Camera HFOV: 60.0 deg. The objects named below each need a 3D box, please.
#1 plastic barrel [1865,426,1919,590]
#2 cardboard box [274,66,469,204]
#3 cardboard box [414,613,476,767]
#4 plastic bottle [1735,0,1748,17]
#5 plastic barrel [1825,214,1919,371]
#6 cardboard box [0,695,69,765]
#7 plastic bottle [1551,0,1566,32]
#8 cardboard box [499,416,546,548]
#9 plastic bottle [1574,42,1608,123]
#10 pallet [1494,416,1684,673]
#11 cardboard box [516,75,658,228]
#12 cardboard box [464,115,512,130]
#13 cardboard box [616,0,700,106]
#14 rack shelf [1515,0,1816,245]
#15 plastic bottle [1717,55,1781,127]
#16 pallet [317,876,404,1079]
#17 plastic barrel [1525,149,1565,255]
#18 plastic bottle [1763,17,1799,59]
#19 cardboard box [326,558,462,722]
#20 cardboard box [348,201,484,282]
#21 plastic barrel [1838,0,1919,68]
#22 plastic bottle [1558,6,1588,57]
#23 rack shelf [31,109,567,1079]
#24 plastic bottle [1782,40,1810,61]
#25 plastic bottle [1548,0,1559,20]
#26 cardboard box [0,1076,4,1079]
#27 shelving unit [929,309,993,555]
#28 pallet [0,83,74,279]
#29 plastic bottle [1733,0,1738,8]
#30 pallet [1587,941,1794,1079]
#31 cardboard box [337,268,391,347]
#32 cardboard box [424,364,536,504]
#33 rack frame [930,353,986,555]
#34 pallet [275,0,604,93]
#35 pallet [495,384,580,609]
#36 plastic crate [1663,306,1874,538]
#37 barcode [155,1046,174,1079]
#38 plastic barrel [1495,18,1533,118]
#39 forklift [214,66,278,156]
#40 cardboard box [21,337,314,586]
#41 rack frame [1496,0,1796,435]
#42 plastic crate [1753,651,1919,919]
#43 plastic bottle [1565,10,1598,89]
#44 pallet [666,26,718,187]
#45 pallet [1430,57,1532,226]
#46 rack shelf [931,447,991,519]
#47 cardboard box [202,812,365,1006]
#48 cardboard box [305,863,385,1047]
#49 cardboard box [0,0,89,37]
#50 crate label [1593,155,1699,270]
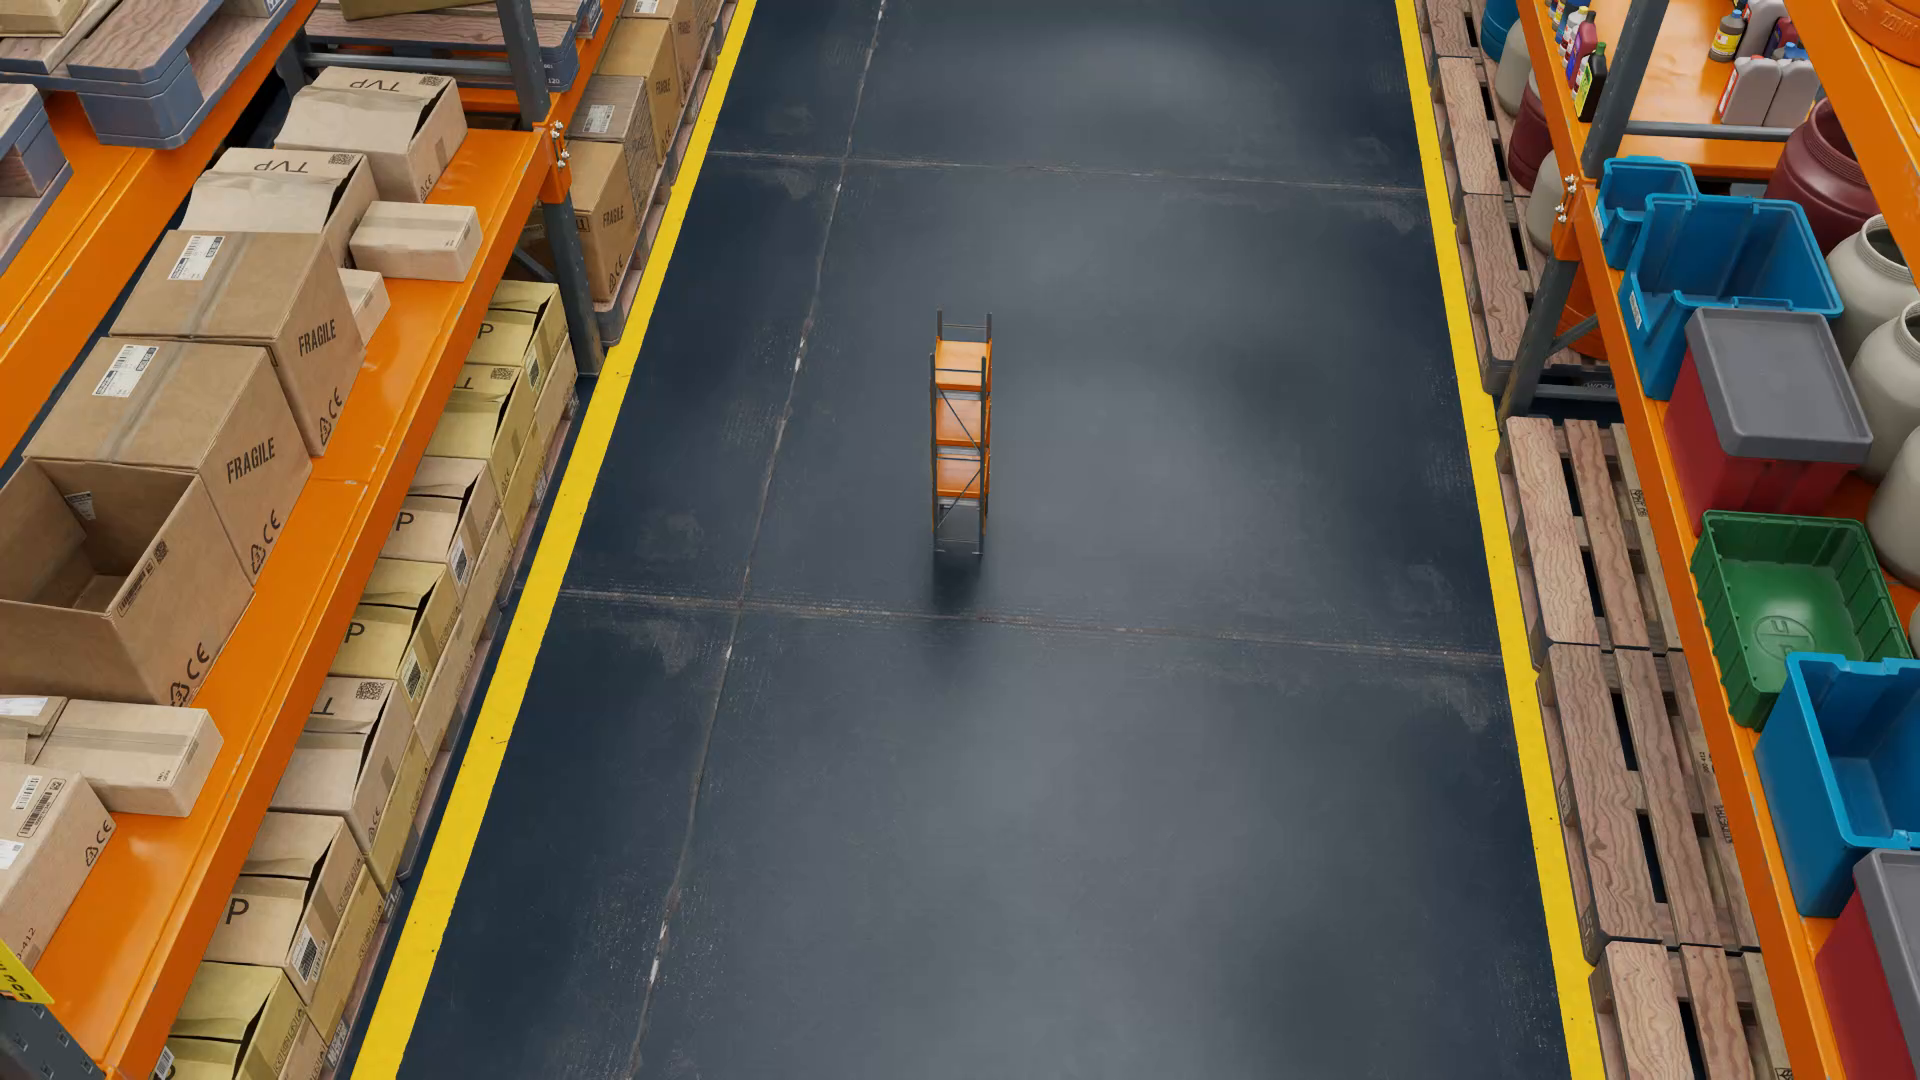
[{"bbox_3d":[2.877,-0.132,4.746,0.433,0.535,0.433,0,48,0],"label":"plastic barrel"},{"bbox_3d":[-2.179,-1.521,6.169,0.500,0.311,0.500,7,48,6],"label":"cardboard box"},{"bbox_3d":[-2.044,0.500,5.839,0.500,0.250,0.500,5,48,4],"label":"cardboard box"},{"bbox_3d":[3.211,-2.160,6.780,0.097,0.271,0.097,0,48,0],"label":"plastic bottle"},{"bbox_3d":[2.949,-0.747,5.325,0.421,0.512,0.421,0,48,0],"label":"plastic barrel"},{"bbox_3d":[-2.570,0.511,4.341,0.396,0.266,0.258,3,48,3],"label":"cardboard box"},{"bbox_3d":[2.518,-2.206,6.870,0.097,0.201,0.097,0,48,0],"label":"plastic bottle"},{"bbox_3d":[-1.951,-0.247,6.522,0.500,0.250,0.500,3,48,3],"label":"cardboard box"},{"bbox_3d":[2.442,-1.766,6.412,0.061,0.283,0.133,4,48,4],"label":"plastic bottle"},{"bbox_3d":[2.721,0.028,6.581,1.003,0.211,1.213,4,48,4],"label":"pallet"},{"bbox_3d":[-1.734,-1.821,7.778,0.500,0.500,0.500,2,48,2],"label":"cardboard box"},{"bbox_3d":[-2.250,-2.118,7.542,0.500,0.250,0.500,6,48,5],"label":"cardboard box"},{"bbox_3d":[-1.641,-2.573,8.466,0.500,0.500,0.500,2,48,2],"label":"cardboard box"},{"bbox_3d":[3.012,-2.707,7.680,1.077,0.370,4.000,4,48,4],"label":"rack shelf"},{"bbox_3d":[3.040,-1.744,6.397,0.152,0.276,0.135,4,48,4],"label":"plastic bottle"},{"bbox_3d":[-2.439,1.521,5.216,1.003,0.211,1.213,4,48,4],"label":"pallet"},{"bbox_3d":[2.820,-1.563,7.549,0.421,0.512,0.421,0,48,0],"label":"plastic barrel"},{"bbox_3d":[3.267,-1.975,6.603,0.061,0.283,0.133,4,48,4],"label":"plastic bottle"},{"bbox_3d":[-2.042,0.304,5.638,0.500,0.311,0.500,5,48,5],"label":"cardboard box"},{"bbox_3d":[-1.909,-1.051,5.849,0.380,0.149,0.250,4,48,4],"label":"cardboard box"},{"bbox_3d":[2.479,-1.568,3.827,0.600,0.830,0.708,4,48,4],"label":"plastic barrel"},{"bbox_3d":[2.501,-2.063,6.739,0.097,0.201,0.097,0,48,0],"label":"plastic bottle"},{"bbox_3d":[-2.285,-0.103,5.299,1.077,0.370,4.000,4,48,4],"label":"rack shelf"},{"bbox_3d":[3.229,-1.816,6.465,0.097,0.271,0.097,0,48,0],"label":"plastic bottle"},{"bbox_3d":[2.527,-2.302,6.909,0.097,0.271,0.097,0,48,0],"label":"plastic bottle"},{"bbox_3d":[-2.716,1.404,4.632,0.500,0.311,0.500,4,48,4],"label":"cardboard box"},{"bbox_3d":[0.005,-0.394,6.399,0.215,1.050,0.252,4,48,4],"label":"shelving unit"},{"bbox_3d":[-2.399,-0.473,3.247,0.805,0.209,1.217,2,48,2],"label":"pallet"},{"bbox_3d":[3.312,-2.342,6.938,0.061,0.283,0.133,4,48,4],"label":"plastic bottle"},{"bbox_3d":[2.498,1.821,4.941,1.003,0.211,1.213,4,48,4],"label":"pallet"},{"bbox_3d":[-2.163,-0.790,5.610,0.380,0.149,0.250,7,48,6],"label":"cardboard box"},{"bbox_3d":[-1.946,-0.435,6.314,0.500,0.311,0.500,3,48,3],"label":"cardboard box"},{"bbox_3d":[-0.006,-0.304,6.317,0.200,1.050,0.008,4,48,4],"label":"rack frame"},{"bbox_3d":[-2.111,-2.254,6.909,1.213,0.211,1.003,4,48,4],"label":"pallet"},{"bbox_3d":[-2.216,-0.272,6.856,1.003,0.211,1.213,4,48,4],"label":"pallet"},{"bbox_3d":[2.378,-0.334,4.980,0.402,0.464,0.583,4,48,4],"label":"plastic crate"},{"bbox_3d":[-2.029,1.335,4.241,0.001,0.075,0.075,4,48,4],"label":"barcode"},{"bbox_3d":[2.923,-2.393,8.308,0.421,0.512,0.421,0,48,0],"label":"plastic barrel"},{"bbox_3d":[-4.244,-3.214,7.704,1.130,2.935,3.031,3,48,3],"label":"forklift"},{"bbox_3d":[-2.287,-0.228,4.858,0.500,0.500,0.500,4,48,4],"label":"cardboard box"},{"bbox_3d":[2.830,-1.480,6.071,1.000,3.000,0.127,4,48,4],"label":"rack frame"},{"bbox_3d":[2.256,0.633,4.149,0.392,0.384,0.575,4,48,4],"label":"plastic crate"},{"bbox_3d":[2.463,-1.936,6.567,0.061,0.283,0.133,4,48,4],"label":"plastic bottle"},{"bbox_3d":[-1.883,-2.315,8.724,1.003,0.211,1.213,4,48,4],"label":"pallet"},{"bbox_3d":[2.974,-2.015,8.450,1.003,0.211,1.213,4,48,4],"label":"pallet"},{"bbox_3d":[0.005,-0.199,6.611,0.215,0.259,0.240,4,48,4],"label":"rack shelf"},{"bbox_3d":[-2.130,1.066,4.941,0.500,0.311,0.500,3,48,3],"label":"cardboard box"},{"bbox_3d":[-2.136,1.255,5.148,0.500,0.250,0.500,5,48,5],"label":"cardboard box"},{"bbox_3d":[-2.232,-1.381,3.764,0.500,0.250,0.500,0,48,0],"label":"cardboard box"},{"bbox_3d":[2.418,-1.139,5.872,0.303,0.233,0.416,4,48,4],"label":"crate label"}]
